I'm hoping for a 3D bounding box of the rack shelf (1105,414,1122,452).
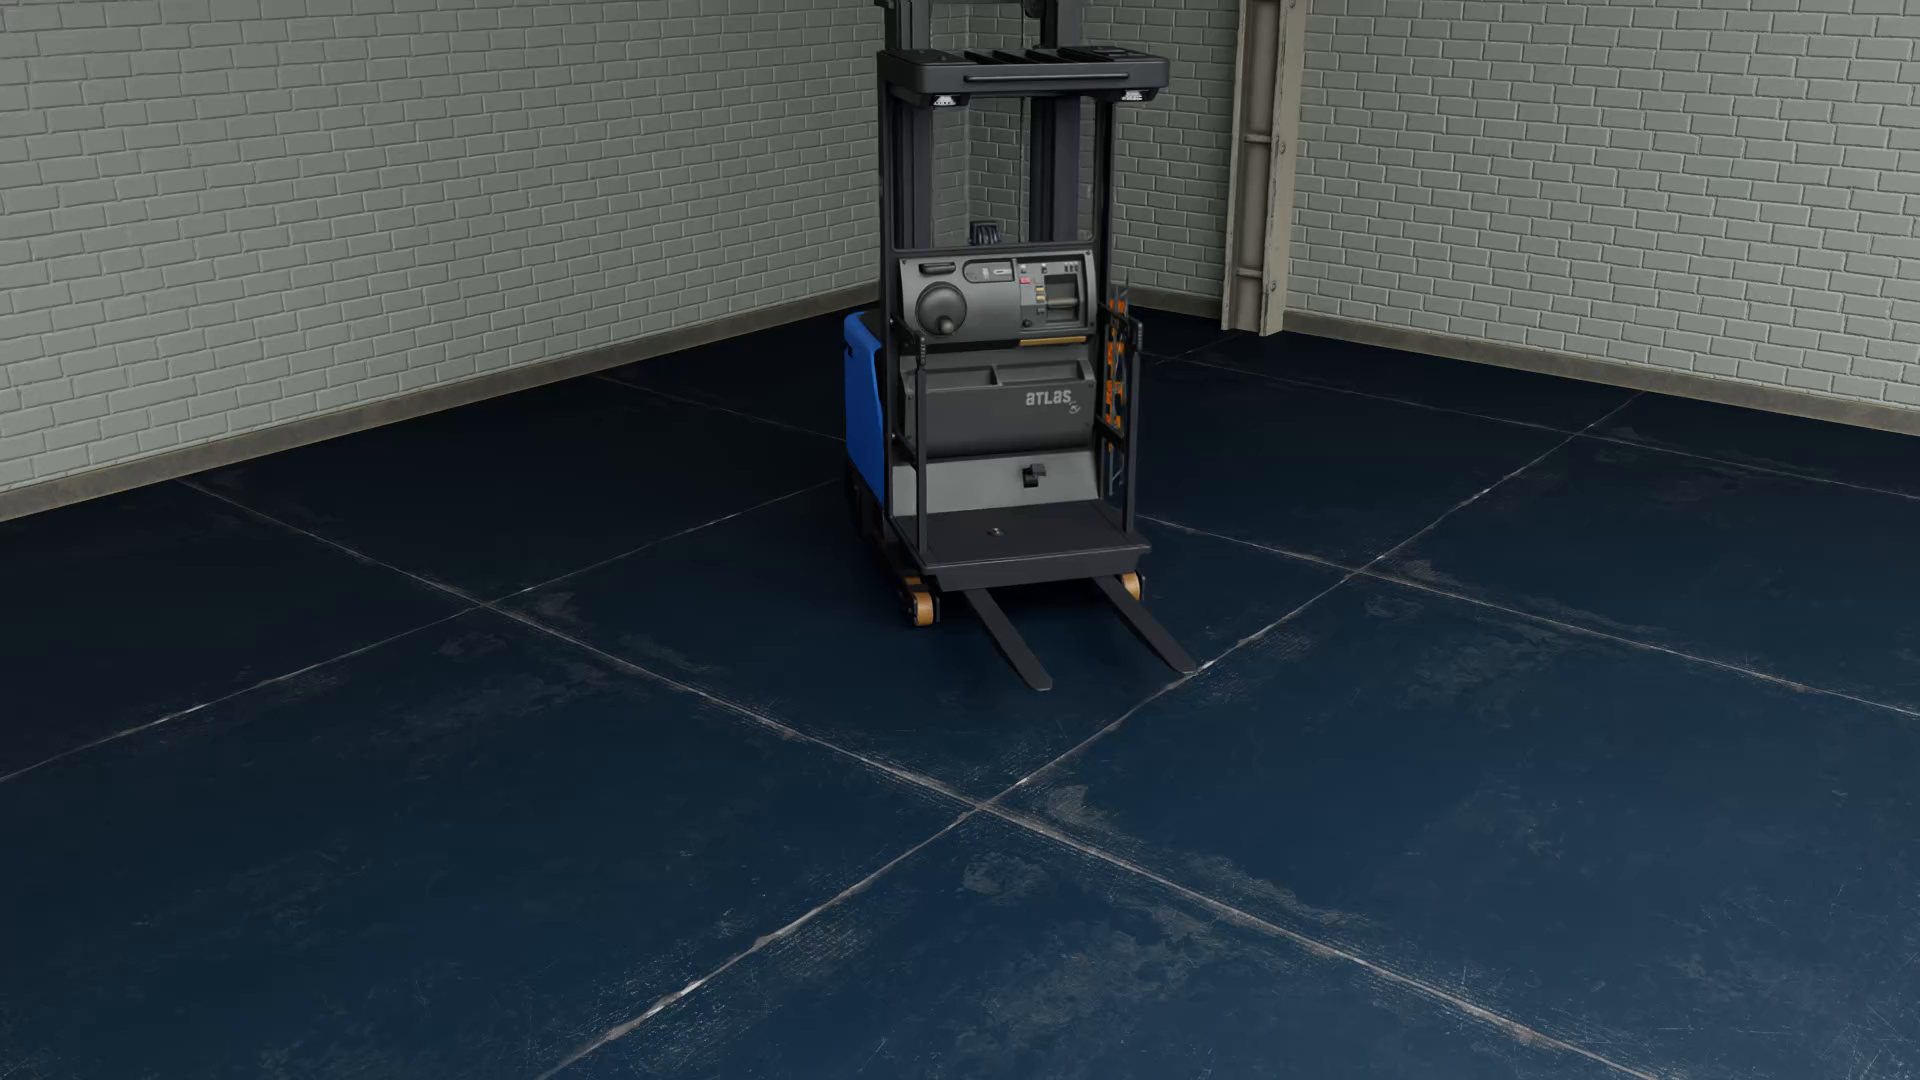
[{"bbox_3d":[0.654,-0.630,9.385,0.480,0.148,0.258,8,23,20],"label":"rack shelf"}]

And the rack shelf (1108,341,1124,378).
[{"bbox_3d":[0.651,-1.023,9.229,0.480,0.148,0.258,8,23,20],"label":"rack shelf"}]

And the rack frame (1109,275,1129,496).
[{"bbox_3d":[0.879,-0.846,9.204,0.015,1.200,0.240,8,23,20],"label":"rack frame"}]

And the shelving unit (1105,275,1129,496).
[{"bbox_3d":[0.652,-0.877,9.287,0.503,1.200,0.258,8,23,20],"label":"shelving unit"}]

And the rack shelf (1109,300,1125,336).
[{"bbox_3d":[0.649,-1.243,9.142,0.480,0.148,0.258,8,23,20],"label":"rack shelf"}]

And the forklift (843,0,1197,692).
[{"bbox_3d":[0.236,-1.123,7.492,1.130,2.935,3.031,-5,21,-14],"label":"forklift"}]

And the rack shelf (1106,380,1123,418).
[{"bbox_3d":[0.652,-0.815,9.312,0.480,0.148,0.258,8,23,20],"label":"rack shelf"}]

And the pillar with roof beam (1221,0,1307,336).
[{"bbox_3d":[-0.427,-4.690,8.352,0.400,9.000,9.100,16,26,36],"label":"pillar with roof beam"}]
